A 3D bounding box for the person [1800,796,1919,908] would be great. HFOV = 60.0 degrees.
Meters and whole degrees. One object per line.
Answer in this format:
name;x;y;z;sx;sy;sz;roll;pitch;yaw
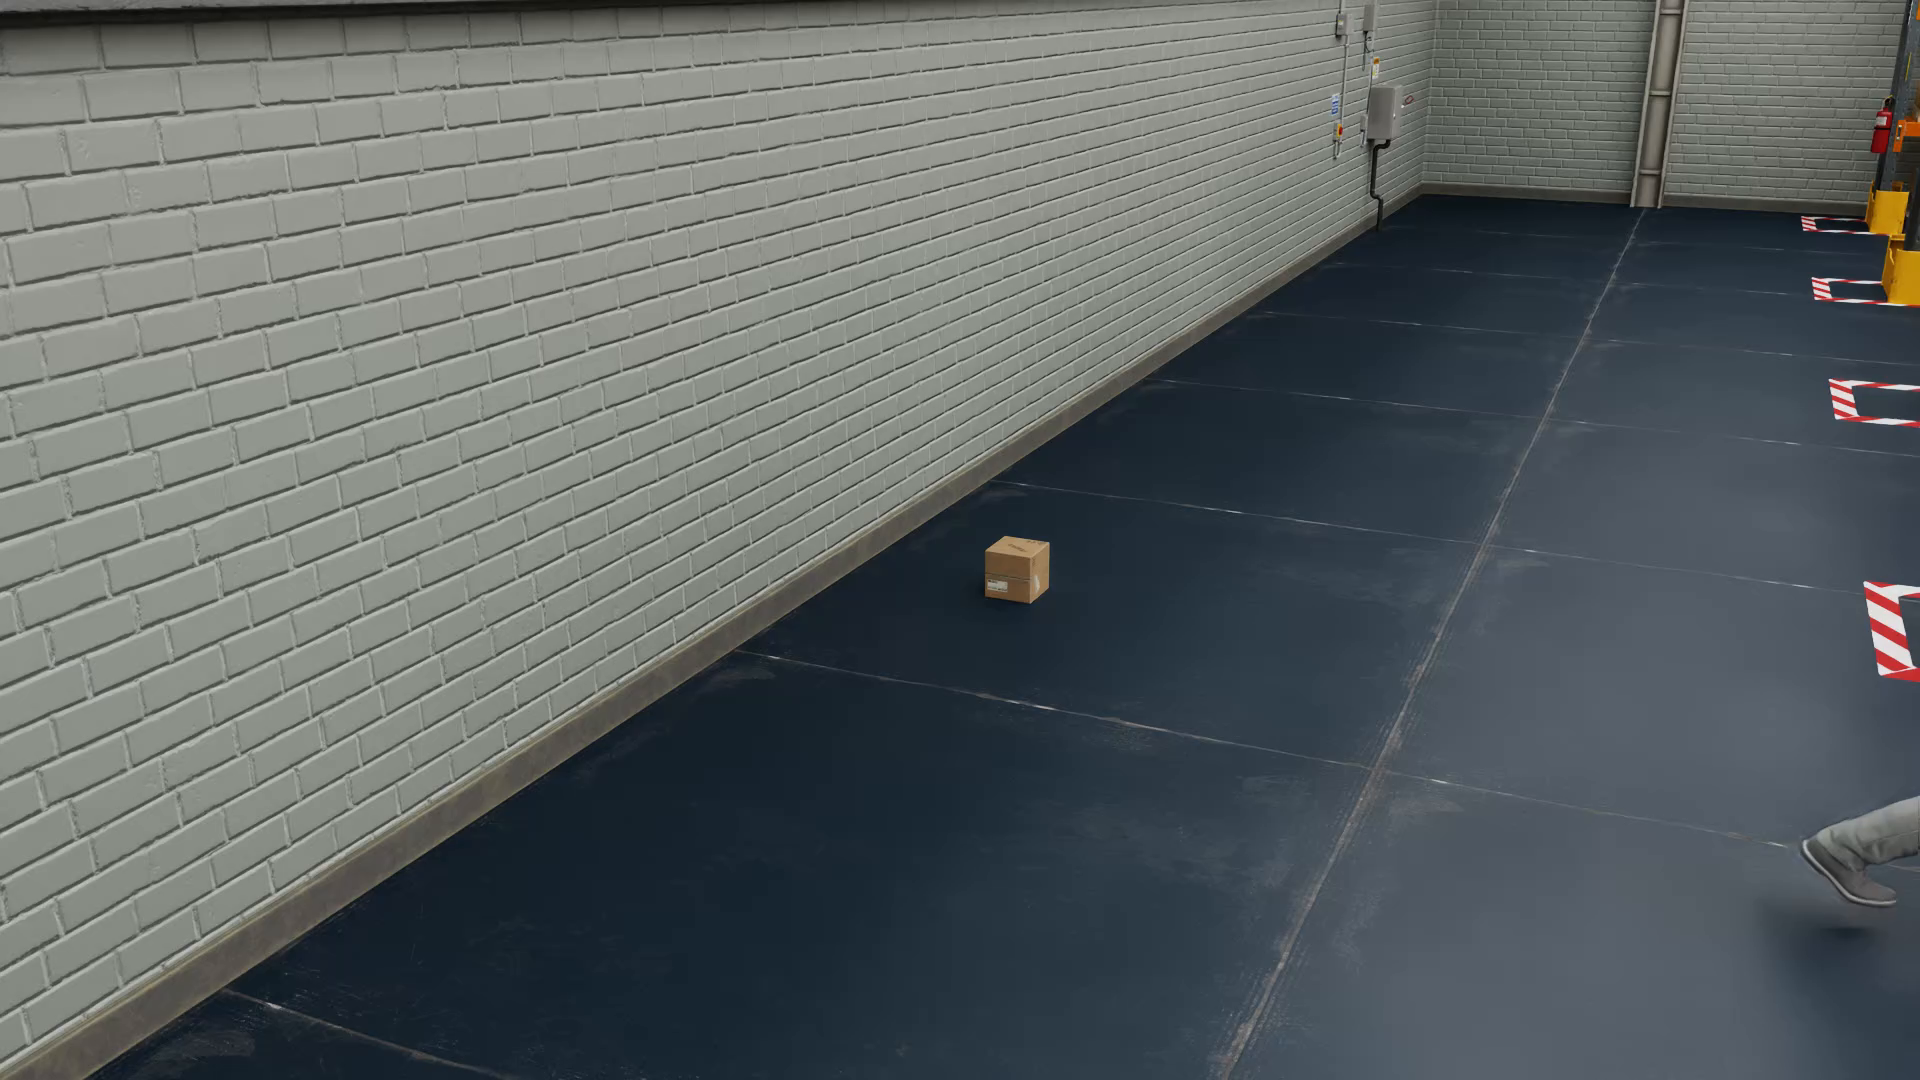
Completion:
person;3.248;0.460;5.153;0.952;1.734;0.548;14;23;34
